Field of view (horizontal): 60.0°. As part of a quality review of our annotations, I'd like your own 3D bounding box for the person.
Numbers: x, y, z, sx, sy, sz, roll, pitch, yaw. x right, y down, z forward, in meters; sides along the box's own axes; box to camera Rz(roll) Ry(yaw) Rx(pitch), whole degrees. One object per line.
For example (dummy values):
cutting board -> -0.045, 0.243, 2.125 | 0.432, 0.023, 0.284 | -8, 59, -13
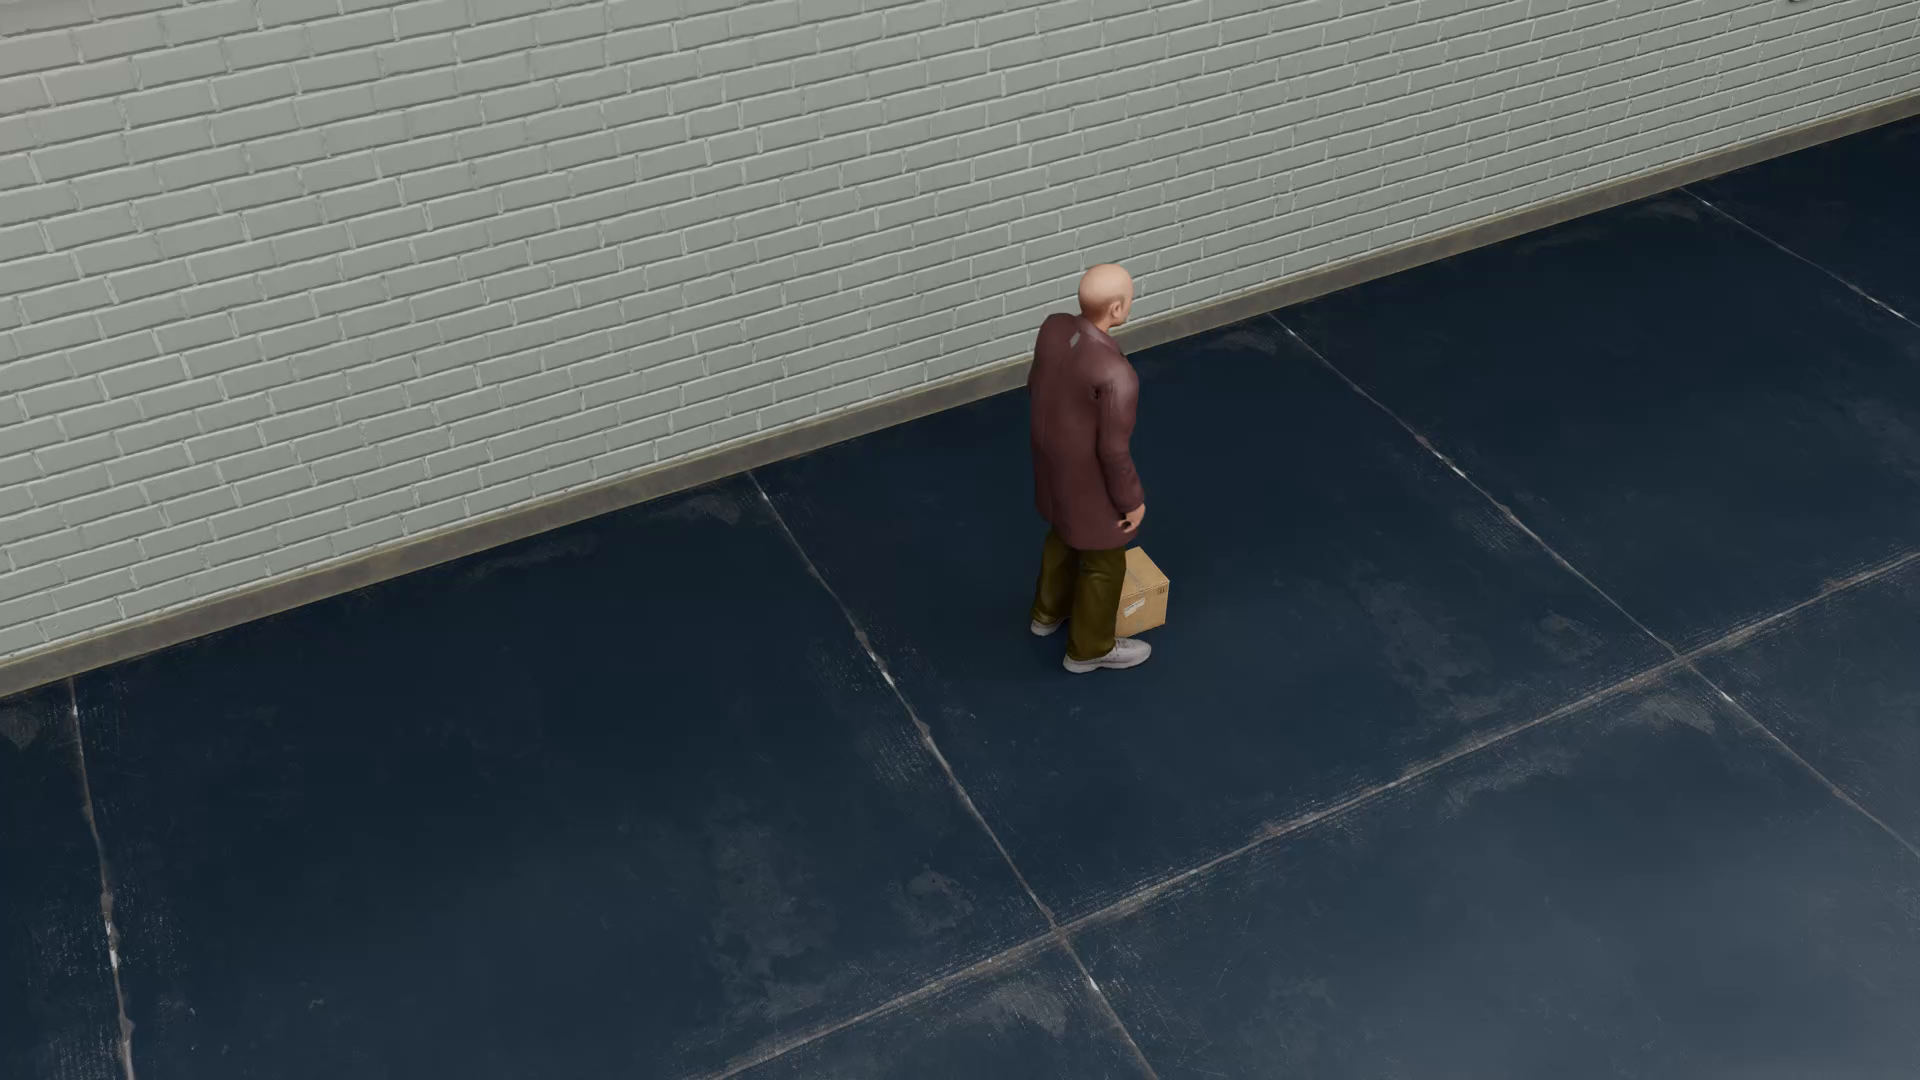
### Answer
person -> 0.497, -0.270, 6.483 | 0.424, 1.774, 0.643 | -18, 44, -20
